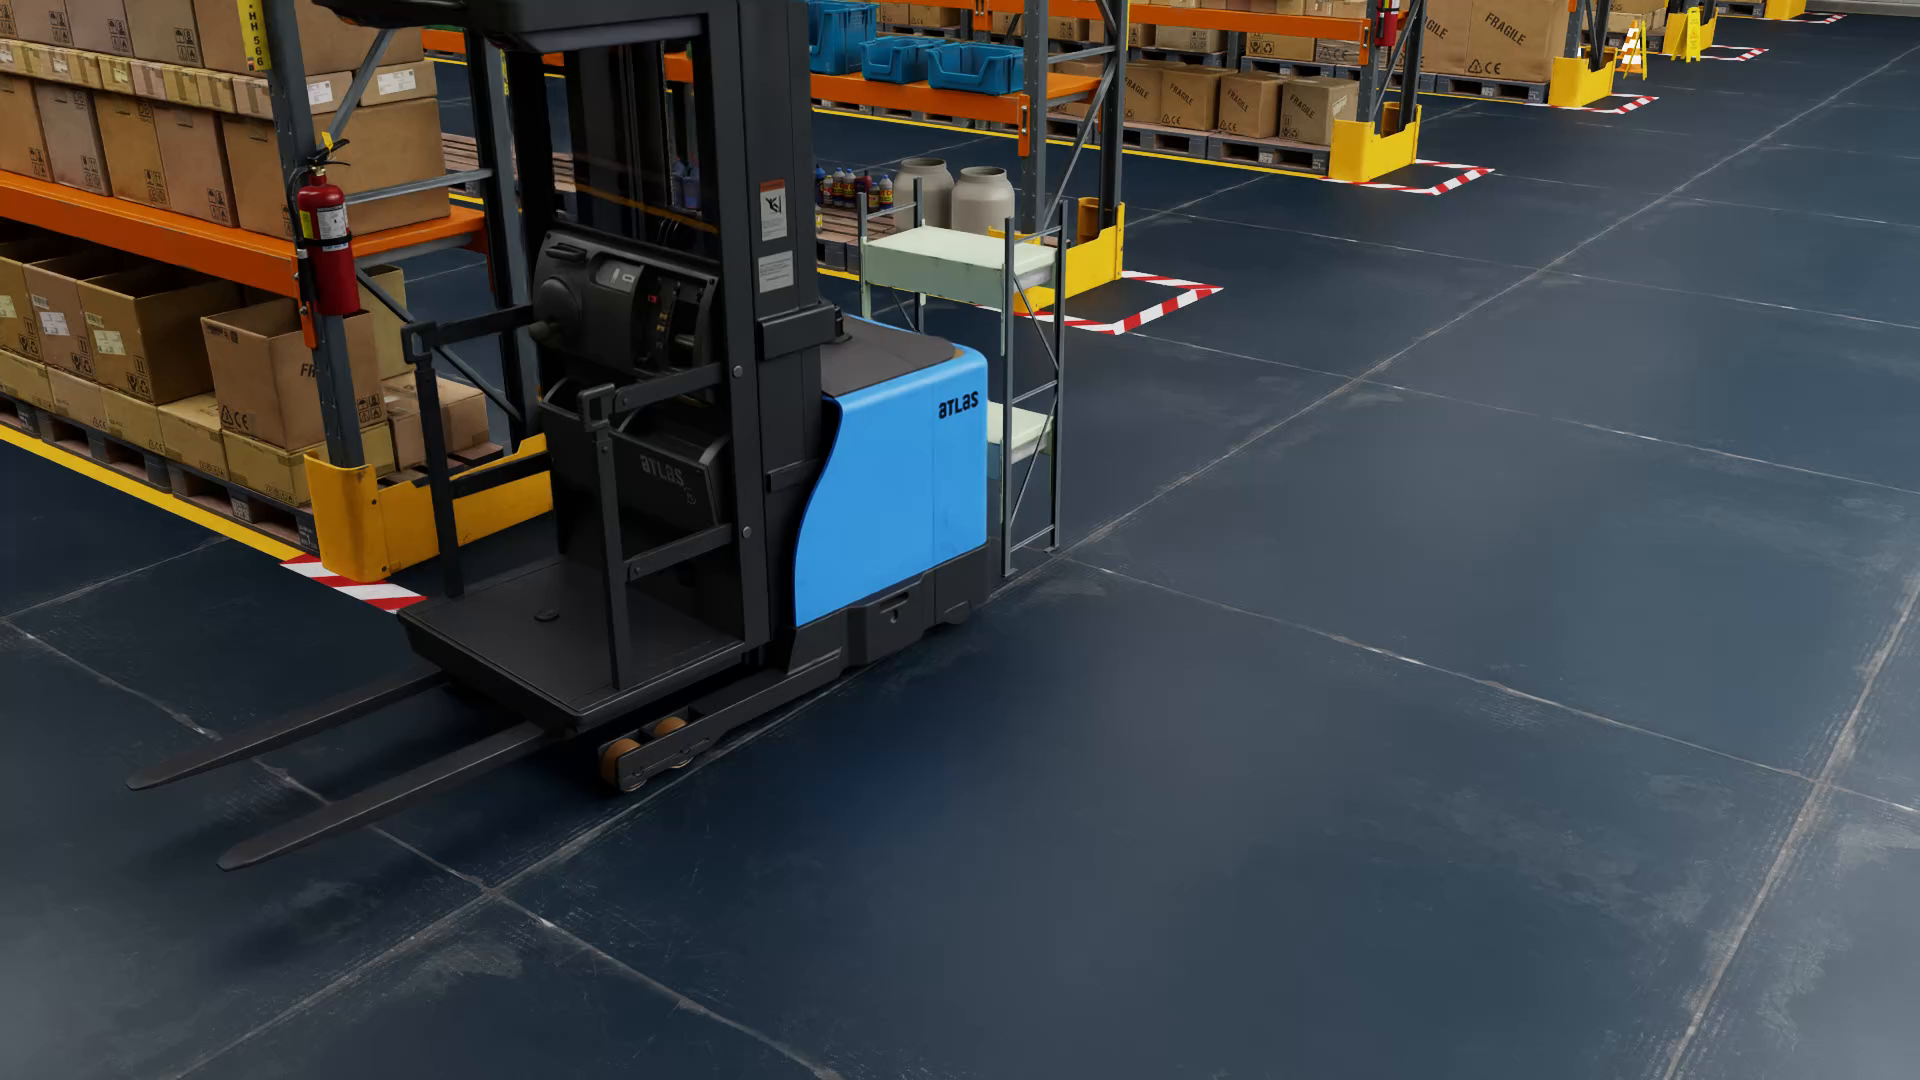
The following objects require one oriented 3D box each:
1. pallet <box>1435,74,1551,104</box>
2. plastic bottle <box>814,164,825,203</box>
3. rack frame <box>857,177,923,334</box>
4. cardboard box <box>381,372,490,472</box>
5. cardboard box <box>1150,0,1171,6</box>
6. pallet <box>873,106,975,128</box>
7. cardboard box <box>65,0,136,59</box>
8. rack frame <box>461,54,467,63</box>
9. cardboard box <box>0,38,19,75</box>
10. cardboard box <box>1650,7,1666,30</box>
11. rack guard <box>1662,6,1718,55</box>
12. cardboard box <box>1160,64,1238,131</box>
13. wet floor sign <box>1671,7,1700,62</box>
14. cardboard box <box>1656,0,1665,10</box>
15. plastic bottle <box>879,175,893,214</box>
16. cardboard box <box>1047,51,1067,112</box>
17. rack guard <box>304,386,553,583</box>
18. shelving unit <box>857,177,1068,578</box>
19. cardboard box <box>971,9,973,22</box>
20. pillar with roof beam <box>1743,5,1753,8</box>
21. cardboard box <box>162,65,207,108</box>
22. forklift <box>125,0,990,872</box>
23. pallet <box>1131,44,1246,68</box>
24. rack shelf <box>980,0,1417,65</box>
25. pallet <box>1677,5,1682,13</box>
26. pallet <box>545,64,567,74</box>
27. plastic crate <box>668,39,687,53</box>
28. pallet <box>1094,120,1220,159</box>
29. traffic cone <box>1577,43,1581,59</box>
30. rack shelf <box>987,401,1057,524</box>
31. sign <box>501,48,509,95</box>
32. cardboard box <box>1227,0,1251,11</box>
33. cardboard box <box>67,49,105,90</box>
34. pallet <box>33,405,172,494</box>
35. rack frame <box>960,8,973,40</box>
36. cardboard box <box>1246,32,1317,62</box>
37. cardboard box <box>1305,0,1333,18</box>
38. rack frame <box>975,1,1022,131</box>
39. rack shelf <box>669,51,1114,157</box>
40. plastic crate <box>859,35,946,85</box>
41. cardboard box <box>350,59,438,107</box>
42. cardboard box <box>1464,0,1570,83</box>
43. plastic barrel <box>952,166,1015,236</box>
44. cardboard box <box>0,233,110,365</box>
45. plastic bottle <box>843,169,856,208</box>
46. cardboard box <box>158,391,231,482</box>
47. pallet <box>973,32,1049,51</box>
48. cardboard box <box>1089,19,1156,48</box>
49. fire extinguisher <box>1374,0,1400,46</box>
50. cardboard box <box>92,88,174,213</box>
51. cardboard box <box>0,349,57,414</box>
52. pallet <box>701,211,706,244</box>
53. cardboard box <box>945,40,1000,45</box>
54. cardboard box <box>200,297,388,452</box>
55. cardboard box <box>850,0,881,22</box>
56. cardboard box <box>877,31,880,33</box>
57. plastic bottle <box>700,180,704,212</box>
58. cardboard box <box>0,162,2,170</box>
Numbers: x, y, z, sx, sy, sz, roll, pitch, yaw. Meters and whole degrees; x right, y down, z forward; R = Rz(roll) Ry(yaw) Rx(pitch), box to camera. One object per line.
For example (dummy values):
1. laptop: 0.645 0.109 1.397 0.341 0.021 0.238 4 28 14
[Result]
1. pallet: 6.066 -5.084 18.527 1.213 0.211 1.003 17 29 33
2. plastic bottle: -1.054 -2.666 12.418 0.097 0.271 0.097 0 24 0
3. rack frame: -0.288 -0.773 7.145 0.023 1.500 0.400 17 29 33
4. cardboard box: -2.543 -0.556 7.681 0.500 0.250 0.500 17 29 33
5. cardboard box: 1.923 -4.915 14.997 0.250 0.149 0.380 17 29 33
6. pallet: -0.128 -4.495 17.190 1.213 0.211 1.003 17 29 33
7. cardboard box: -3.484 -2.437 7.328 0.500 0.500 0.700 17 29 33
8. rack frame: -5.905 -7.518 20.592 0.127 3.000 1.000 17 29 33
9. cardboard box: -4.316 -2.293 7.805 0.250 0.149 0.380 16 28 32
10. cardboard box: 9.161 -7.032 22.378 0.500 0.250 0.500 17 29 33
11. rack guard: 9.580 -6.688 21.809 0.348 0.500 1.175 17 29 33
12. cardboard box: 2.219 -4.112 15.441 0.500 0.500 0.500 20 31 38
13. wet floor sign: 9.151 -6.345 20.850 0.267 0.644 0.232 -15 28 -30
14. cardboard box: 9.141 -7.380 22.239 0.500 0.500 0.500 16 28 32
15. plastic bottle: -0.538 -2.510 12.064 0.097 0.271 0.097 0 24 0
16. cardboard box: 0.792 -4.522 16.372 0.500 0.500 0.500 16 28 32
17. rack guard: -2.228 -0.271 7.245 0.348 0.500 1.175 17 29 33
18. shelving unit: 0.005 -0.685 6.944 0.755 1.500 0.431 17 29 33
19. cardboard box: -0.062 -7.428 22.968 0.500 0.500 0.500 15 28 31
20. pillar with roof beam: 10.016 -11.231 21.580 0.400 9.000 9.100 17 29 33
21. cardboard box: -3.082 -1.919 6.957 0.250 0.149 0.380 16 29 33
22. forklift: -1.253 -0.758 5.335 1.130 2.935 3.031 21 31 39
23. pallet: 2.889 -6.045 20.709 1.213 0.211 1.003 17 29 33
24. rack shelf: 2.097 -4.770 15.249 4.000 0.370 1.077 17 29 33
25. pallet: 11.005 -8.606 26.521 1.213 0.211 1.003 17 29 33
26. pallet: -4.262 -5.785 20.117 1.213 0.211 1.003 17 29 33
27. plastic crate: -2.132 -3.789 12.207 0.504 0.338 0.767 17 29 33
28. pallet: 2.035 -3.861 15.752 1.213 0.211 1.003 17 29 33
29. traffic cone: 7.179 -5.618 19.426 0.334 0.463 0.336 17 29 33
30. rack shelf: 0.005 -0.386 7.075 0.720 0.370 0.431 17 29 33
31. sign: -1.910 -2.031 6.967 0.005 0.325 0.100 17 29 33
32. cardboard box: 2.548 -4.747 14.616 0.250 0.149 0.380 17 29 33
33. cardboard box: -3.704 -2.107 7.383 0.250 0.149 0.380 18 29 35
34. pallet: -3.856 -0.611 8.376 1.213 0.211 1.003 17 29 33
35. rack frame: 0.351 -8.126 21.974 0.127 3.000 1.000 17 29 33
36. cardboard box: 4.013 -6.204 19.726 0.875 0.875 0.875 17 29 34
37. cardboard box: 3.145 -4.564 14.200 0.250 0.149 0.380 17 29 33
38. rack frame: 0.496 -5.583 16.202 0.127 3.000 1.000 17 29 33
39. rack shelf: -0.874 -3.172 11.622 4.000 0.370 1.077 17 29 33
40. plastic crate: -0.370 -3.133 10.826 0.408 0.251 0.499 17 29 33
41. cardboard box: -2.432 -1.928 6.977 0.250 0.149 0.380 17 29 33
42. cardboard box: 6.170 -5.554 18.250 0.875 0.875 0.875 17 29 34
43. plastic barrel: 0.154 -2.206 11.102 0.421 0.512 0.421 0 24 0
44. cardboard box: -4.465 -1.210 8.236 0.500 0.500 0.500 17 29 33
45. plastic bottle: -0.812 -2.593 12.252 0.097 0.271 0.097 0 24 0
46. cardboard box: -3.261 -0.506 7.568 0.500 0.250 0.500 17 29 33
47. pallet: 0.937 -6.635 22.048 1.213 0.211 1.003 17 29 33
48. cardboard box: 2.231 -6.677 20.954 0.750 0.750 1.050 17 29 33
49. fire extinguisher: 3.512 -4.404 13.622 0.183 0.674 0.296 17 29 33
50. cardboard box: -3.430 -1.831 7.561 0.500 0.500 0.700 17 29 34
51. cardboard box: -4.465 -0.867 8.387 0.500 0.250 0.500 17 29 33
52. pallet: -1.962 -2.533 12.738 1.213 0.211 1.003 17 29 33
53. cardboard box: 0.018 -4.796 16.970 0.500 0.500 0.700 14 28 29
54. cardboard box: -2.855 -0.732 7.149 0.500 0.500 0.500 17 29 33
55. cardboard box: -1.179 -7.499 23.129 0.500 0.500 0.500 15 28 31
56. cardboard box: -1.247 -5.188 17.858 0.500 0.500 0.700 20 31 38
57. plastic bottle: -1.819 -2.515 12.062 0.133 0.283 0.061 18 30 36
58. cardboard box: -4.663 -2.203 8.406 0.500 0.500 0.700 16 29 33
